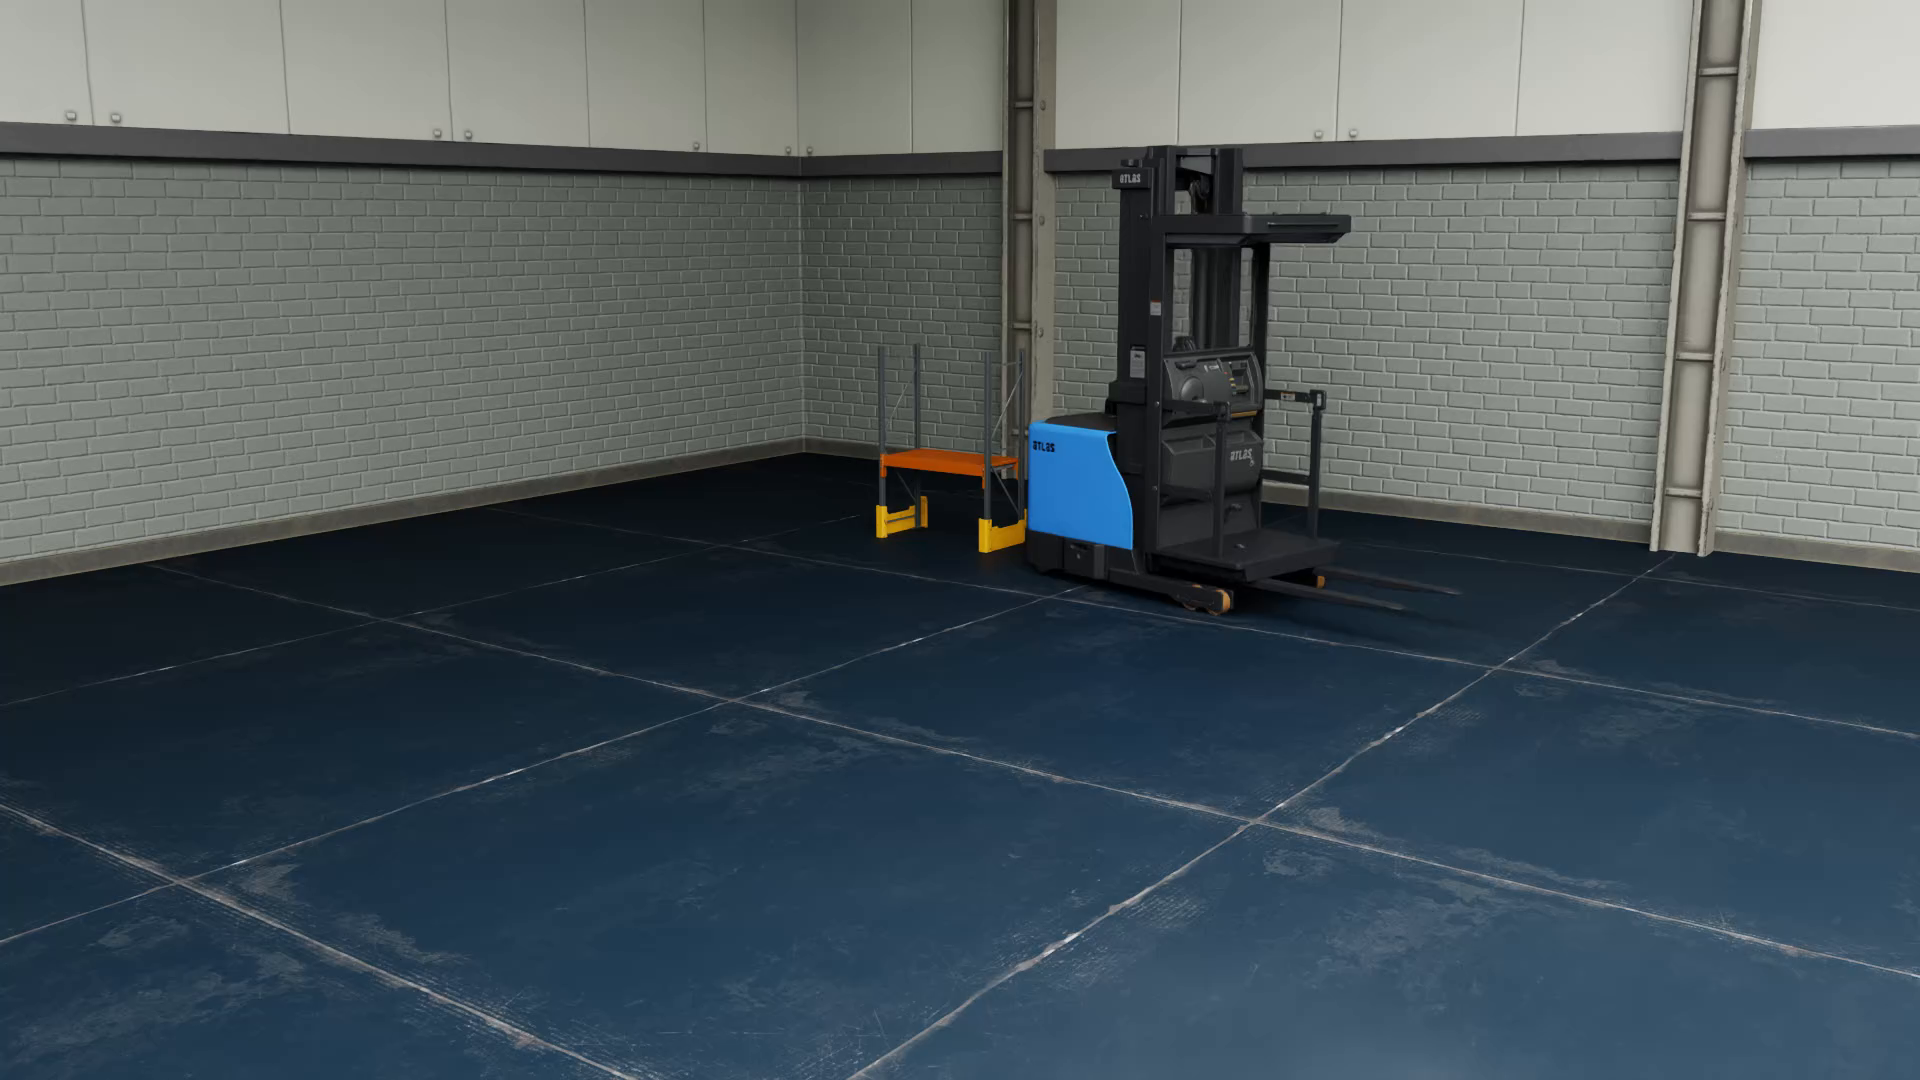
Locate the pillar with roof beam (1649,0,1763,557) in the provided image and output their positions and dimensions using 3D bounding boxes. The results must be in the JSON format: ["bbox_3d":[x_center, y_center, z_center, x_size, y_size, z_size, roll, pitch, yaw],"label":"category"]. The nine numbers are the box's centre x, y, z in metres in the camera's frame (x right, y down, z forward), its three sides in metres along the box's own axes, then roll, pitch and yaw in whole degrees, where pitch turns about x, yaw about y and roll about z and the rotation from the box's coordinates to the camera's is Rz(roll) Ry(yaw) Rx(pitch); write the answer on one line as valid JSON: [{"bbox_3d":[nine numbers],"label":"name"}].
[{"bbox_3d":[2.932,-3.681,8.365,0.400,9.000,9.100,8,13,36],"label":"pillar with roof beam"}]

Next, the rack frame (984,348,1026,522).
[{"bbox_3d":[0.341,-0.689,12.641,0.032,1.500,0.500,8,13,36],"label":"rack frame"}]

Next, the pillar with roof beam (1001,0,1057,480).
[{"bbox_3d":[-1.904,-4.356,11.852,0.400,9.000,9.100,8,13,36],"label":"pillar with roof beam"}]

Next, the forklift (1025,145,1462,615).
[{"bbox_3d":[1.821,-1.070,10.843,1.130,2.935,3.031,-10,15,-41],"label":"forklift"}]

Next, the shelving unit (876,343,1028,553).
[{"bbox_3d":[-0.061,-0.745,12.932,1.083,1.500,0.587,8,13,36],"label":"shelving unit"}]

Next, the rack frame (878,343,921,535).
[{"bbox_3d":[-0.478,-0.803,13.232,0.032,1.500,0.500,8,13,36],"label":"rack frame"}]

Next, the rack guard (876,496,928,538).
[{"bbox_3d":[-0.463,-0.187,13.340,0.087,0.250,0.587,8,13,36],"label":"rack guard"}]

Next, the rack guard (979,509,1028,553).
[{"bbox_3d":[0.340,-0.075,12.761,0.087,0.250,0.587,8,13,36],"label":"rack guard"}]

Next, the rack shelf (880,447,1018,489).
[{"bbox_3d":[-0.069,-0.569,12.971,1.000,0.185,0.538,8,13,36],"label":"rack shelf"}]
